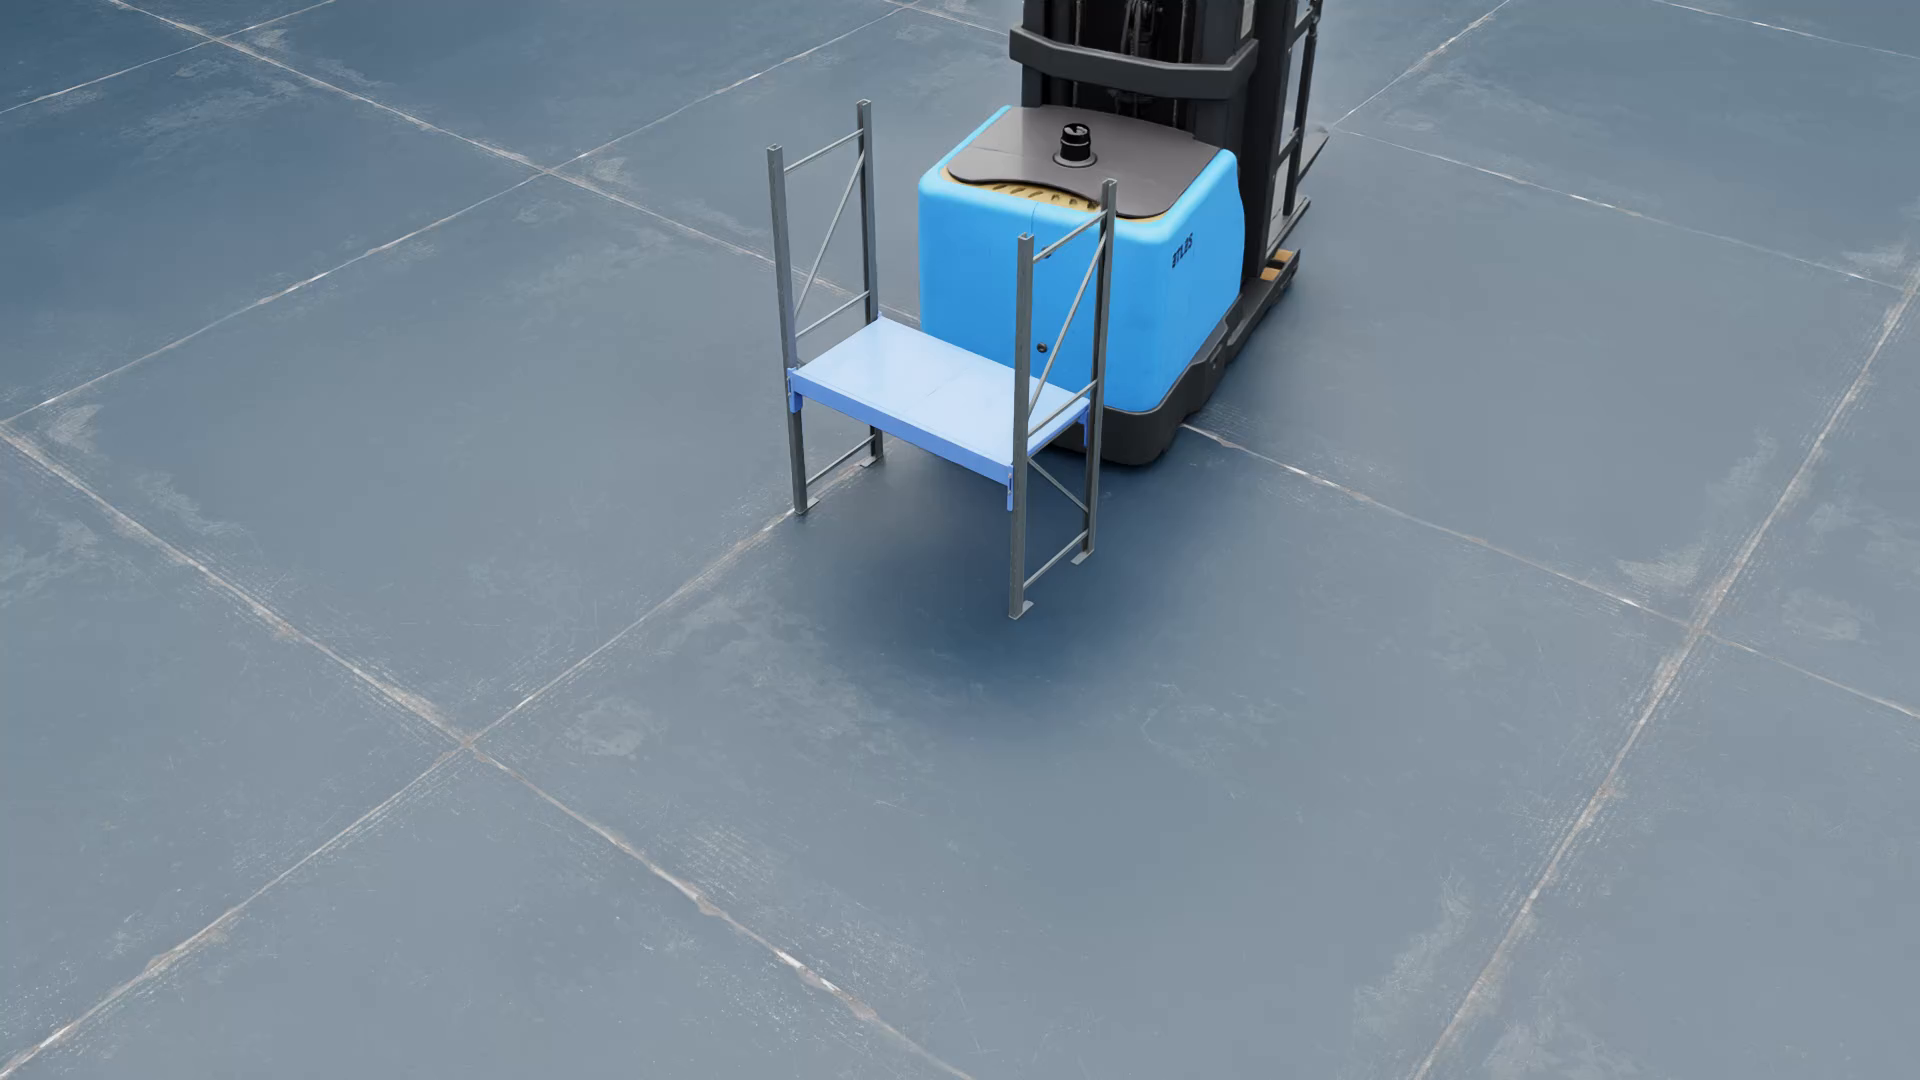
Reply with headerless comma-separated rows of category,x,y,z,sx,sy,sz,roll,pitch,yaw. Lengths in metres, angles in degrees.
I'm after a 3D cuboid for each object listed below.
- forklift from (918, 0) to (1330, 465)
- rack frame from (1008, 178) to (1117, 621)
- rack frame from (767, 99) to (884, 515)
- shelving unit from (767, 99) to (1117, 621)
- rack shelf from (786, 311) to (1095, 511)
forklift,0.932,-2.347,6.870,1.130,2.935,3.031,17,41,20
rack frame,0.336,-0.432,5.585,0.032,1.500,0.500,25,45,29
rack frame,-0.472,-0.813,6.072,0.032,1.500,0.500,25,45,29
shelving unit,-0.068,-0.622,5.828,1.048,1.500,0.538,25,45,29
rack shelf,-0.068,-0.481,5.939,1.000,0.185,0.538,25,45,29
